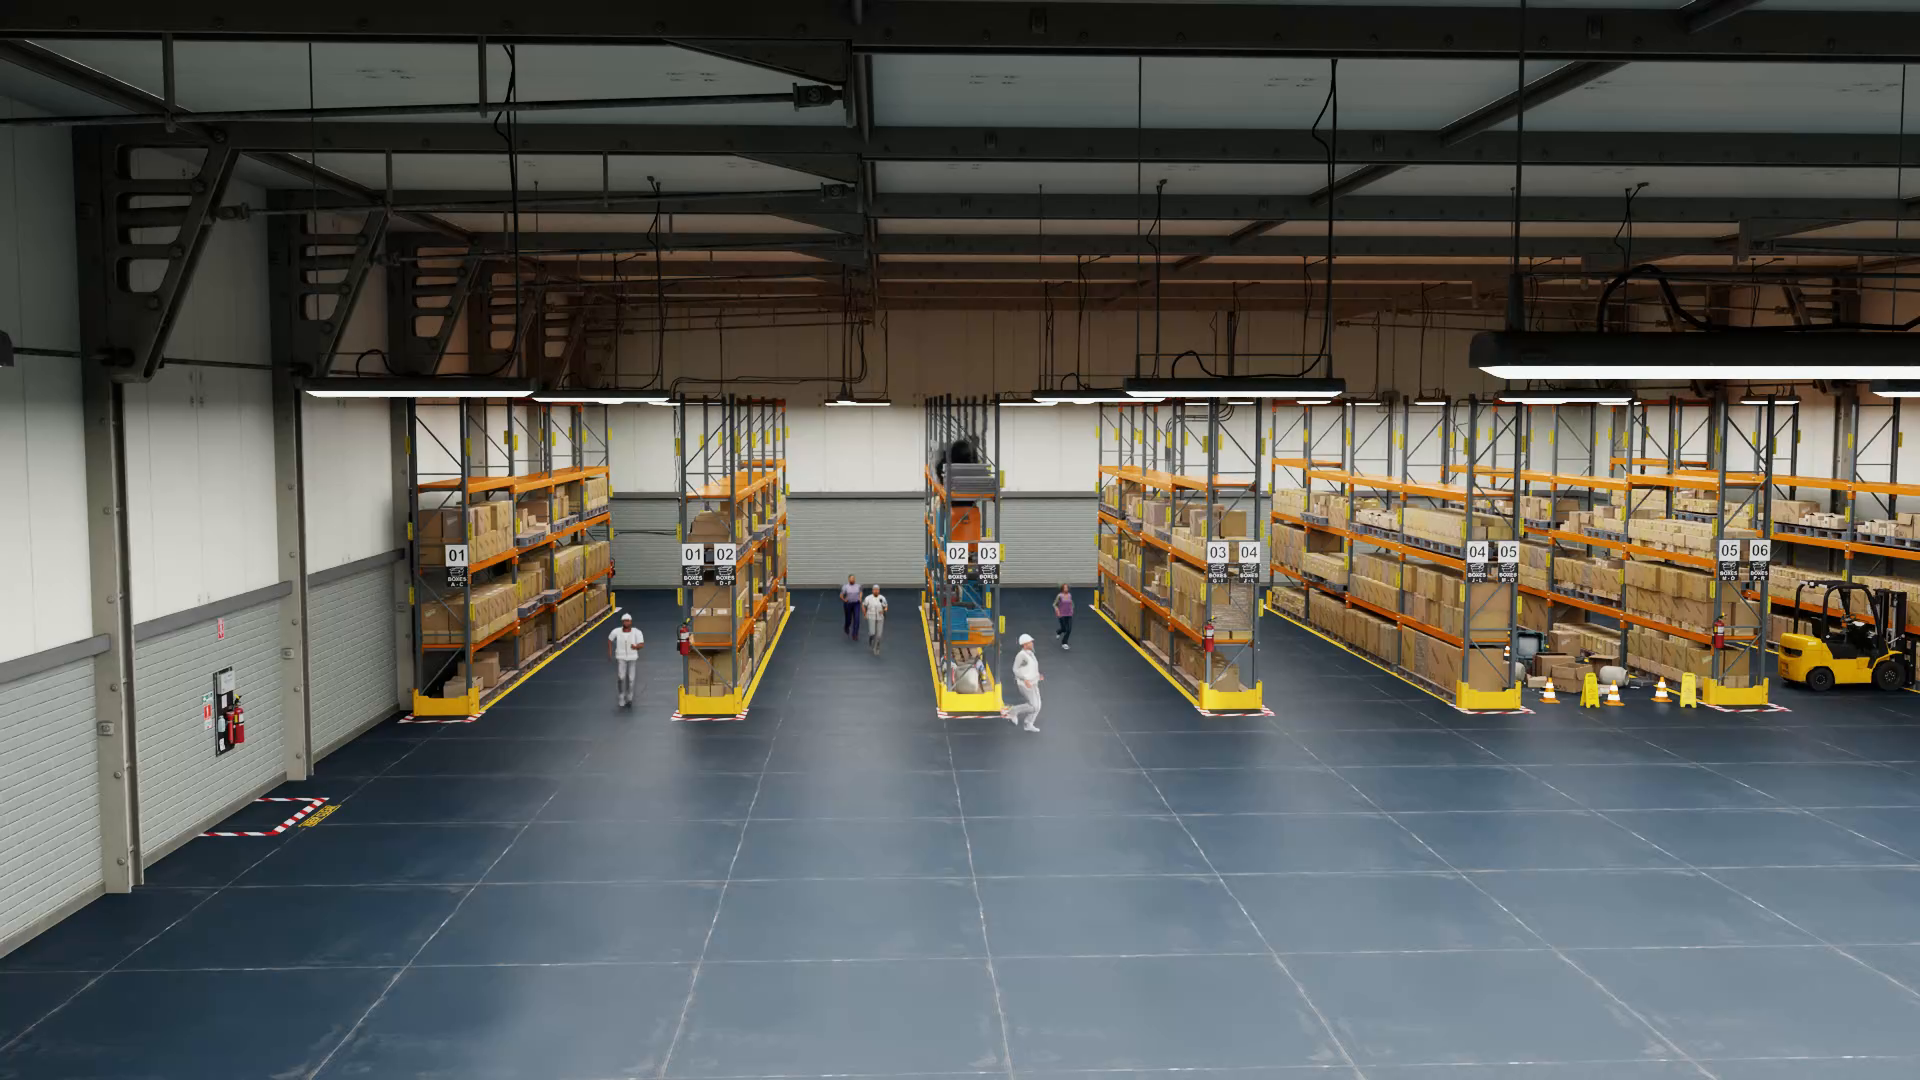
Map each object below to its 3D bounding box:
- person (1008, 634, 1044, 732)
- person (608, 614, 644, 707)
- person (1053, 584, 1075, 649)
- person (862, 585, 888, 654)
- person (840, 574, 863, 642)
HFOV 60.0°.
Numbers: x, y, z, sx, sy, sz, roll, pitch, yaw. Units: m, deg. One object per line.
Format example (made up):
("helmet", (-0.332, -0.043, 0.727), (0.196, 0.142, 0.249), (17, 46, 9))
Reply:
("person", (1.167, 2.536, 29.507), (0.590, 1.730, 0.670), (2, 5, 24))
("person", (-6.423, 2.317, 32.022), (0.671, 1.801, 0.728), (-1, 5, -15))
("person", (2.494, 1.815, 39.760), (0.538, 1.557, 0.549), (-2, 5, -20))
("person", (-1.962, 1.854, 38.633), (0.592, 1.629, 0.582), (-1, 5, -11))
("person", (-2.680, 1.665, 41.272), (0.607, 1.648, 0.841), (-1, 5, -15))
